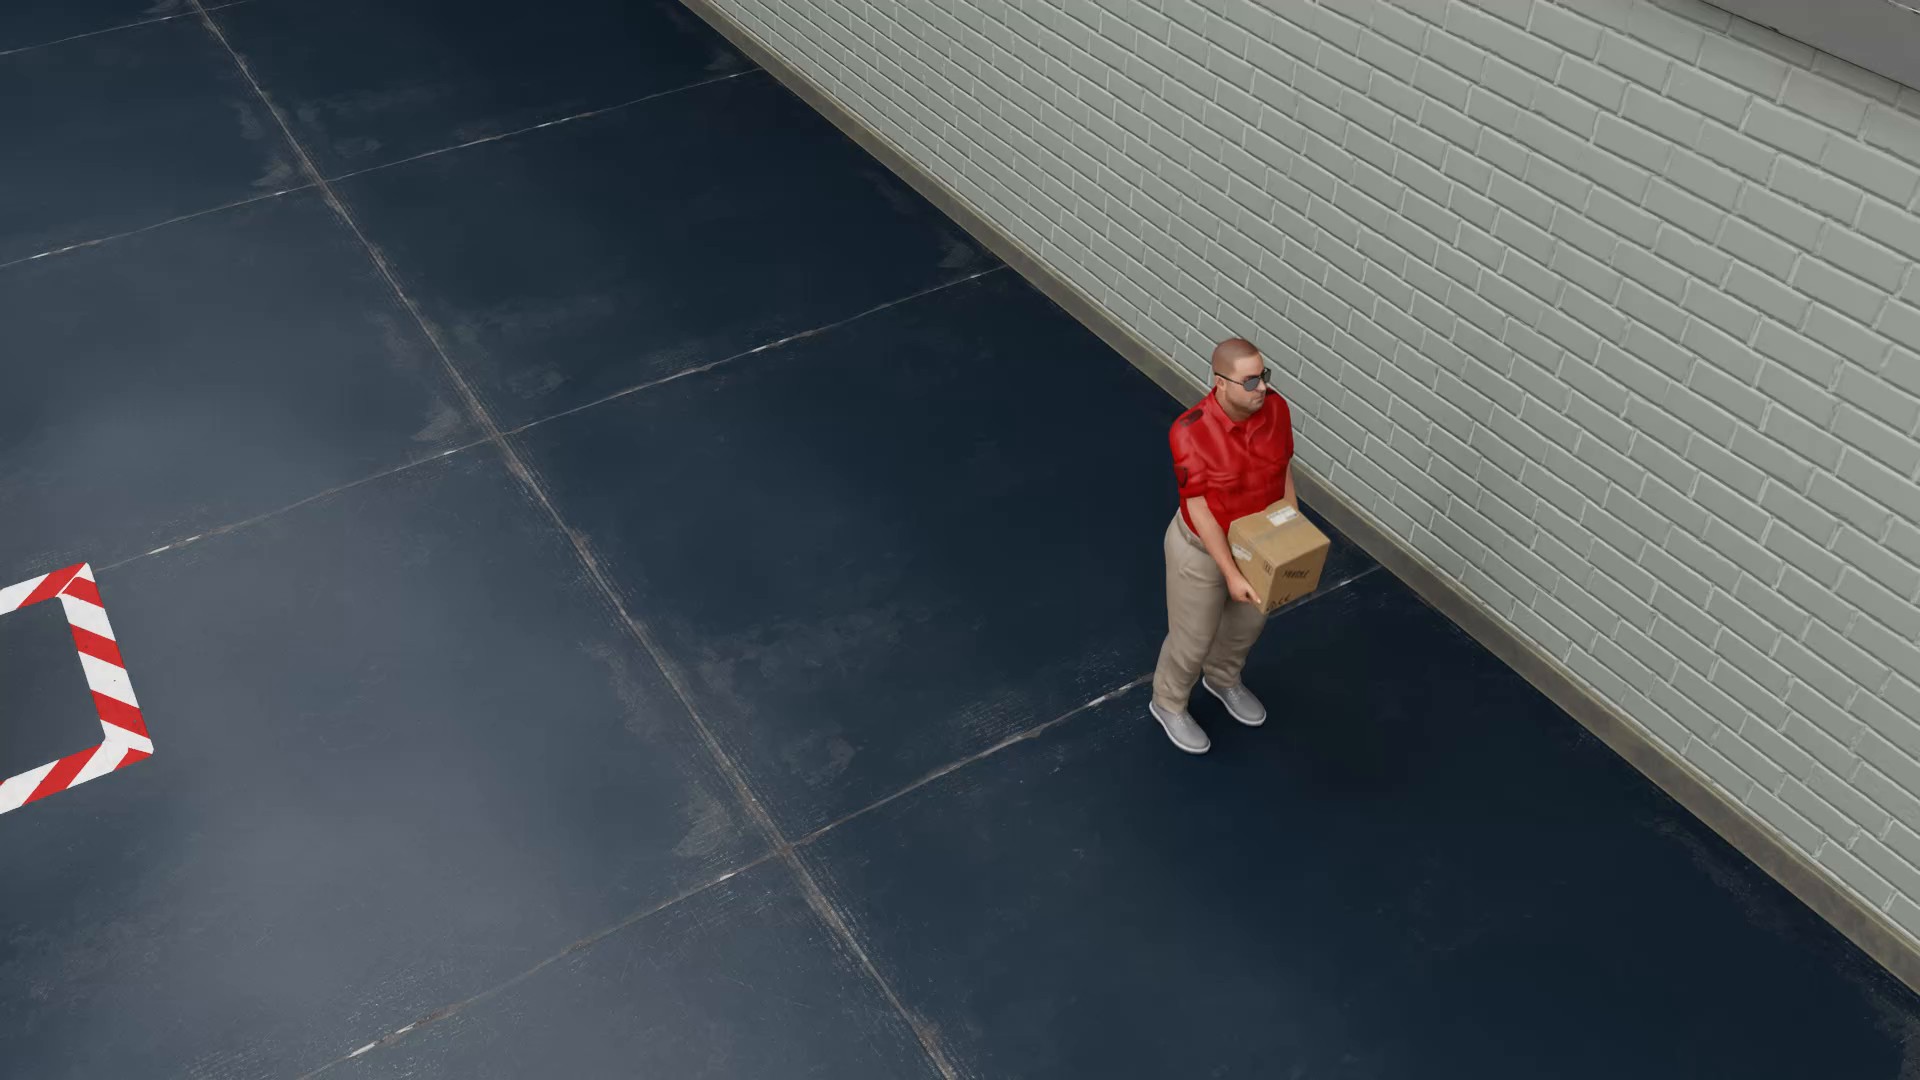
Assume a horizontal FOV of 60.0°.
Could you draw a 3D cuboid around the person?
[{"bbox_3d":[1.030,0.076,6.089,0.494,1.713,0.536,-22,45,-24],"label":"person"}]
